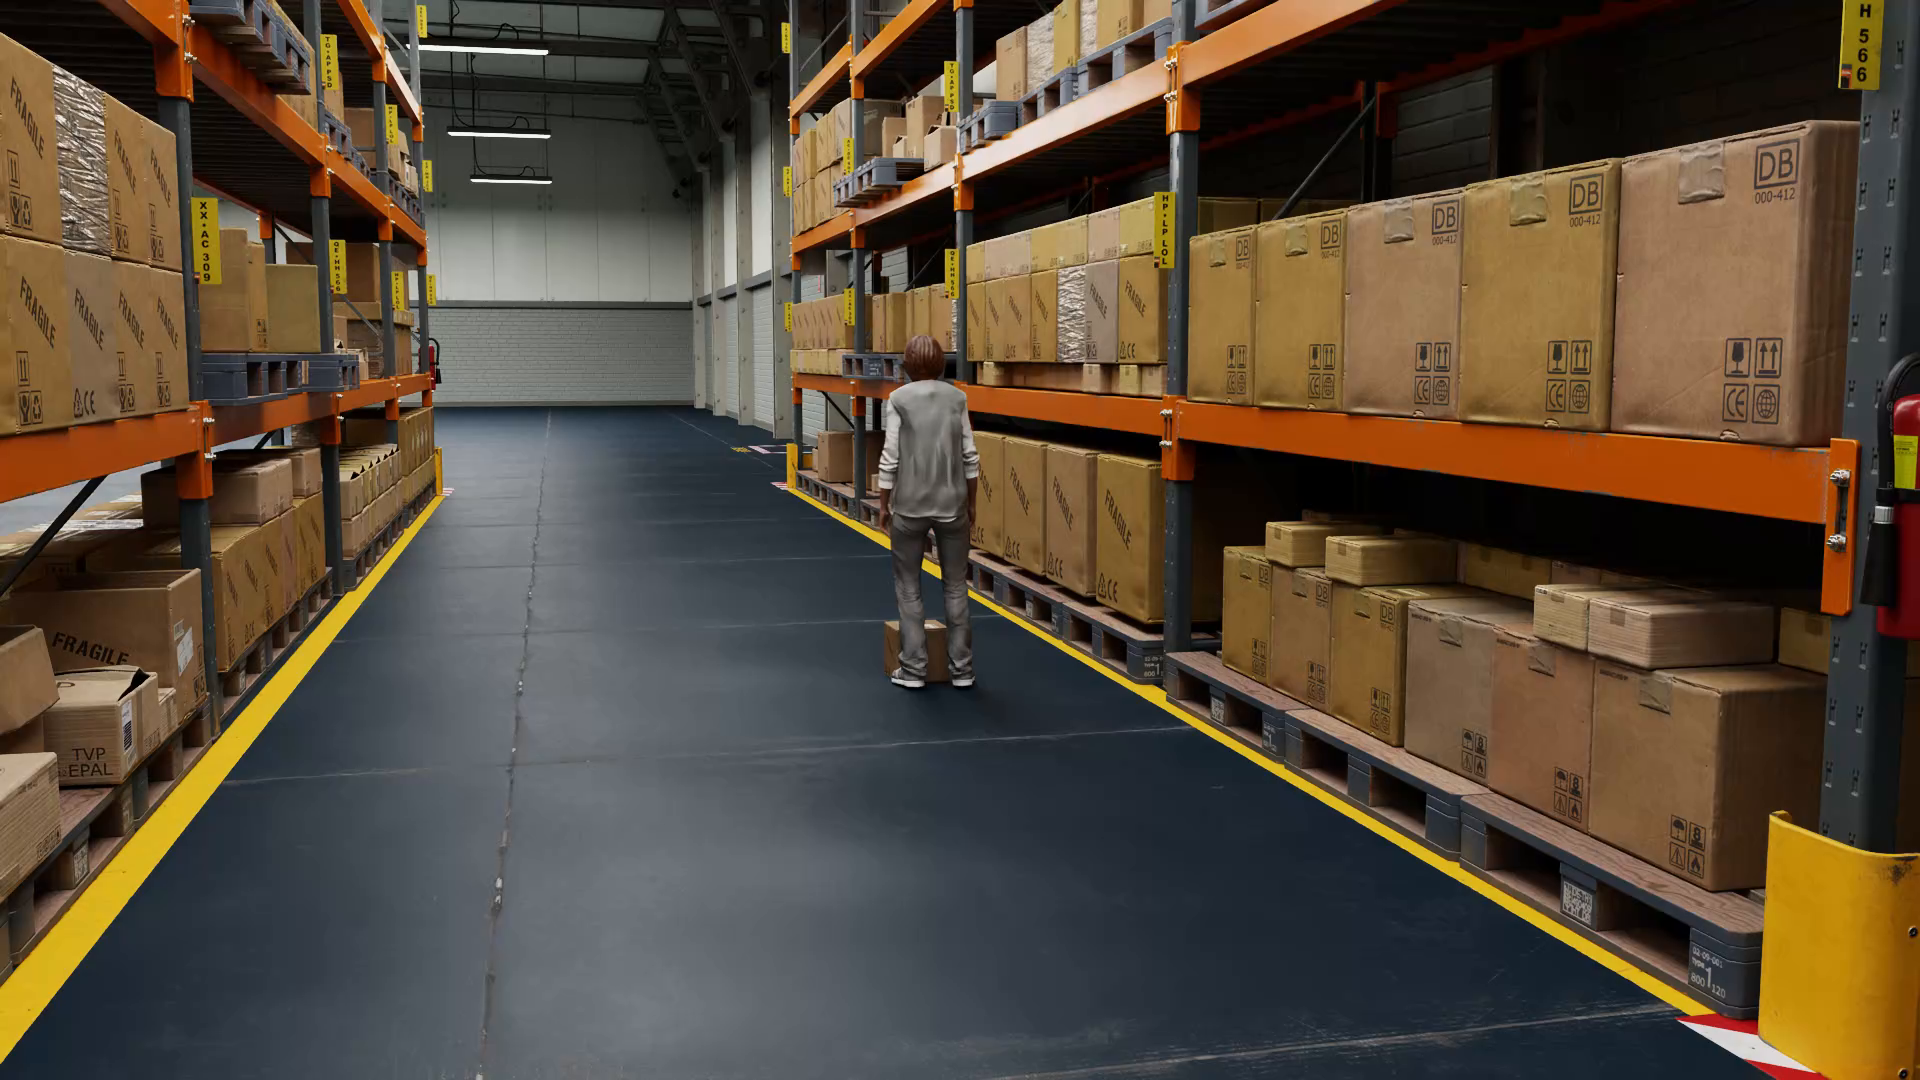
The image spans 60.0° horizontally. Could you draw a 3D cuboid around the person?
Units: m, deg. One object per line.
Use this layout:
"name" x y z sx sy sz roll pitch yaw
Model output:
"person" -0.141 -0.123 7.489 0.462 1.593 0.364 -1 6 -13
